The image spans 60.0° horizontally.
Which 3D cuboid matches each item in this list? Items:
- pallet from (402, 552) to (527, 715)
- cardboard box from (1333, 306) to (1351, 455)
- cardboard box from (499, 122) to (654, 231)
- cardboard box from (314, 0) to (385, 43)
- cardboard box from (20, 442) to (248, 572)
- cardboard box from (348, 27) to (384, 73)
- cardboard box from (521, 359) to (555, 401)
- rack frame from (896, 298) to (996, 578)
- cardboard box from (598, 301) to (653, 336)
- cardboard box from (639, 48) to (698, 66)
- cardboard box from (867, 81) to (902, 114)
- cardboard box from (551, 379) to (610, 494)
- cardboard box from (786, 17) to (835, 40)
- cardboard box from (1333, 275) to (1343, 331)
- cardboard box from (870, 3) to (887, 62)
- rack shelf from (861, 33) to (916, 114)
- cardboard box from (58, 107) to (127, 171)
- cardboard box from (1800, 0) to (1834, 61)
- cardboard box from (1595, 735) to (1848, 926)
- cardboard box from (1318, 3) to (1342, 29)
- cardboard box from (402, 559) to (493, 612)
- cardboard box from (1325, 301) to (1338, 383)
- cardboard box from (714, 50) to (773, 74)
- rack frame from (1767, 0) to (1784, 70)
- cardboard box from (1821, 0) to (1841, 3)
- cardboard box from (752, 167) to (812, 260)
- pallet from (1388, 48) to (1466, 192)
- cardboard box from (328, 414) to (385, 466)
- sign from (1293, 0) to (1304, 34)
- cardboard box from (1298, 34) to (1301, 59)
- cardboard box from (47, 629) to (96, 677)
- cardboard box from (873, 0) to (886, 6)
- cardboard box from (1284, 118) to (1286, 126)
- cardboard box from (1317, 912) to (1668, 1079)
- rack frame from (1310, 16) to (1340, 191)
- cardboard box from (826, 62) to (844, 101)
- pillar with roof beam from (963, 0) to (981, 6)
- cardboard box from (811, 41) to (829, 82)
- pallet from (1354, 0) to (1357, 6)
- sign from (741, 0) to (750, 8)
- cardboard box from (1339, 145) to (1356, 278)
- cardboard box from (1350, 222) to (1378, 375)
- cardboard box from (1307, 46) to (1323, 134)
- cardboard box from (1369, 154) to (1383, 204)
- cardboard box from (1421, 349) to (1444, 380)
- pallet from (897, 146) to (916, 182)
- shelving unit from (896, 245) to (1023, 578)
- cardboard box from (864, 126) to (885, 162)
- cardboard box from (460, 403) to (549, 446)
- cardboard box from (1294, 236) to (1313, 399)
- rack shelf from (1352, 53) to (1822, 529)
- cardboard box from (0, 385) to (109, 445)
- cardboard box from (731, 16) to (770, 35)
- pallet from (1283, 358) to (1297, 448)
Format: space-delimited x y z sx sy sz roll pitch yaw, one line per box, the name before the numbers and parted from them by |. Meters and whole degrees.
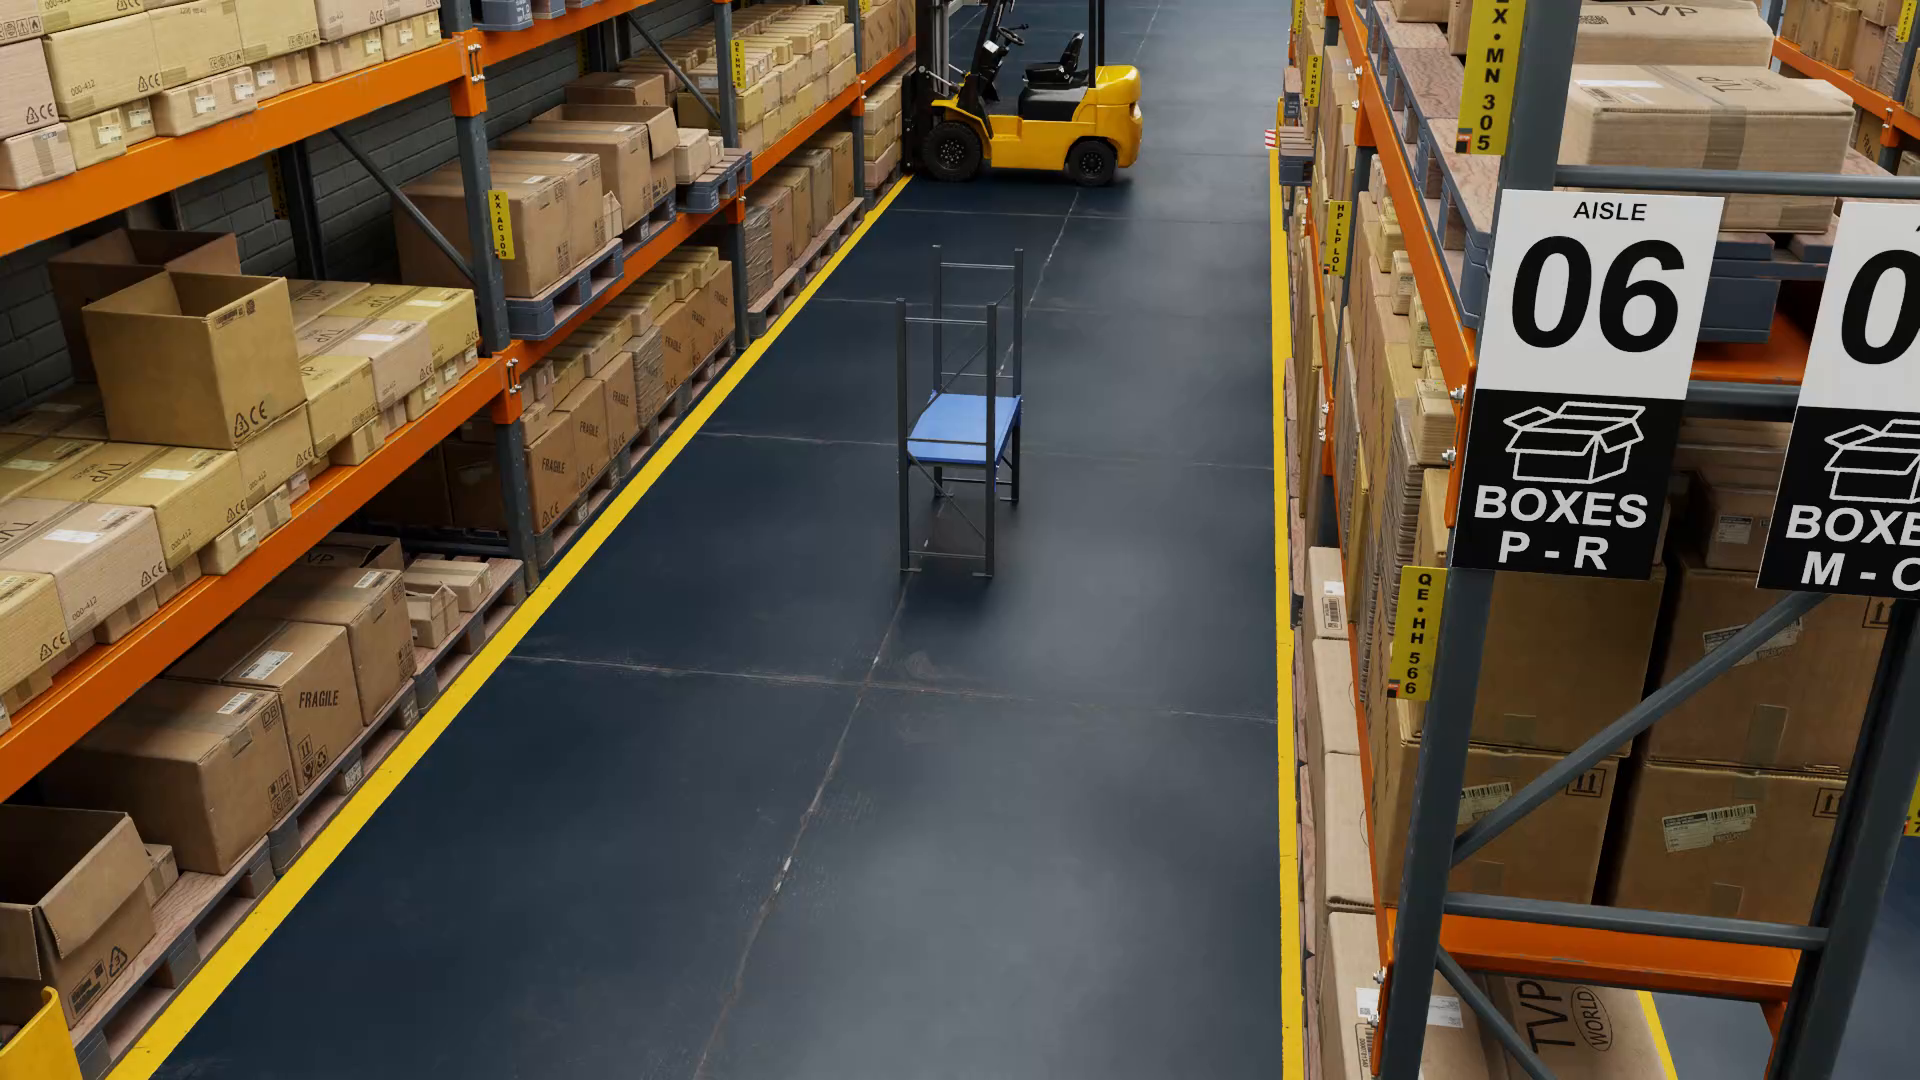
pallet | -2.826 0.416 8.112 1.003 0.211 1.213 4 25 9
cardboard box | 1.850 -0.659 7.001 0.500 0.500 0.500 5 26 10
cardboard box | -2.200 -2.101 9.587 0.700 0.500 0.500 4 25 8
cardboard box | -2.619 -2.122 6.533 0.500 0.250 0.500 3 25 7
cardboard box | -2.865 -0.122 5.798 0.500 0.250 0.500 4 25 8
cardboard box | -2.576 -1.994 6.729 0.380 0.149 0.250 5 26 10
cardboard box | -2.396 -0.864 8.895 0.380 0.149 0.250 3 25 6
rack frame | -0.069 -0.502 8.554 0.500 1.500 0.032 4 25 9
cardboard box | -2.134 -1.382 10.352 0.380 0.149 0.250 3 25 6
cardboard box | -2.199 -3.625 12.572 0.380 0.149 0.250 4 25 7
cardboard box | -0.853 -4.480 16.851 0.500 0.250 0.500 5 26 10
cardboard box | -2.334 -0.602 9.451 0.500 0.500 0.500 4 25 8
cardboard box | -1.270 -4.333 14.086 0.380 0.149 0.250 3 25 7
cardboard box | 2.017 -1.151 7.758 0.500 0.250 0.500 4 25 8
cardboard box | -1.006 -4.911 16.086 0.500 0.500 0.500 4 25 9
rack shelf | -1.078 -4.990 17.221 1.077 0.370 4.000 4 25 9
cardboard box | -2.831 -1.247 5.135 0.380 0.149 0.250 4 25 8
cardboard box | 8.746 -4.962 16.136 0.875 0.550 0.550 4 25 9
cardboard box | 1.893 0.655 4.194 0.500 0.500 0.500 4 25 8
cardboard box | 2.828 -3.832 12.169 0.380 0.149 0.250 3 25 6
cardboard box | -2.514 0.221 8.108 0.380 0.149 0.250 3 25 7
cardboard box | 2.010 -0.929 7.872 0.500 0.250 0.500 3 25 7
cardboard box | -1.627 -3.590 12.498 0.380 0.149 0.250 4 25 9
rack frame | 9.046 -5.510 17.482 1.000 3.000 0.127 4 25 9
cardboard box | 8.723 -5.453 15.910 0.875 0.550 0.550 4 25 9
cardboard box | -1.735 -2.737 13.864 0.875 0.625 0.625 3 25 6
pallet | 1.839 -1.260 4.969 1.003 0.211 1.213 4 25 9
cardboard box | -2.639 -0.432 6.930 0.380 0.149 0.250 4 25 8
sign | 2.956 -4.564 14.440 0.100 0.325 0.005 4 25 9
cardboard box | 3.397 -4.736 15.361 0.500 0.500 0.500 5 26 10
cardboard box | -3.037 0.313 5.340 0.380 0.149 0.250 4 25 8
cardboard box | -0.924 -5.251 16.047 0.380 0.149 0.250 5 25 10
cardboard box | 3.657 -4.548 17.291 0.500 0.500 0.500 3 25 7
cardboard box | 1.540 1.569 4.887 0.875 0.438 0.875 3 25 7
rack frame | 2.839 -2.464 10.976 1.000 3.000 0.127 4 25 9
cardboard box | -1.306 -3.972 14.375 0.500 0.250 0.500 4 25 8
pillar with roof beam | 4.454 -13.361 27.180 9.100 9.000 0.400 4 25 9
cardboard box | -1.399 -3.986 13.815 0.500 0.250 0.500 5 25 10
pallet | 2.606 -2.996 8.798 1.003 0.211 1.213 5 26 11
sign | -1.953 -4.945 15.162 0.100 0.325 0.005 4 25 9
cardboard box | 2.010 -1.494 7.606 0.500 0.500 0.500 5 26 10
cardboard box | 1.780 -0.896 6.329 0.500 0.500 0.500 4 25 8
cardboard box | 2.639 -3.044 11.251 0.500 0.500 0.500 3 25 7
cardboard box | 1.877 -1.469 6.788 0.380 0.149 0.250 4 25 8
cardboard box | 1.451 -0.398 4.500 0.380 0.149 0.250 5 25 10
pallet | -1.037 -4.058 17.671 1.003 0.211 1.213 4 25 9
shelving unit | 0.014 -0.715 9.008 0.538 1.500 1.048 4 25 9
cardboard box | -1.022 -3.832 16.056 0.500 0.250 0.500 4 25 8
cardboard box | -2.391 -0.617 8.718 0.380 0.149 0.250 5 26 11
cardboard box | 2.644 -1.409 10.733 0.875 0.875 0.875 4 25 8
rack shelf | 1.858 -0.988 5.132 1.077 0.370 4.000 4 25 9
cardboard box | -3.296 -0.379 6.348 0.500 0.250 0.500 4 25 8
cardboard box | -1.833 -4.365 14.155 0.380 0.149 0.250 4 25 8
pallet | 2.635 -0.877 10.874 1.003 0.211 1.213 4 25 9
